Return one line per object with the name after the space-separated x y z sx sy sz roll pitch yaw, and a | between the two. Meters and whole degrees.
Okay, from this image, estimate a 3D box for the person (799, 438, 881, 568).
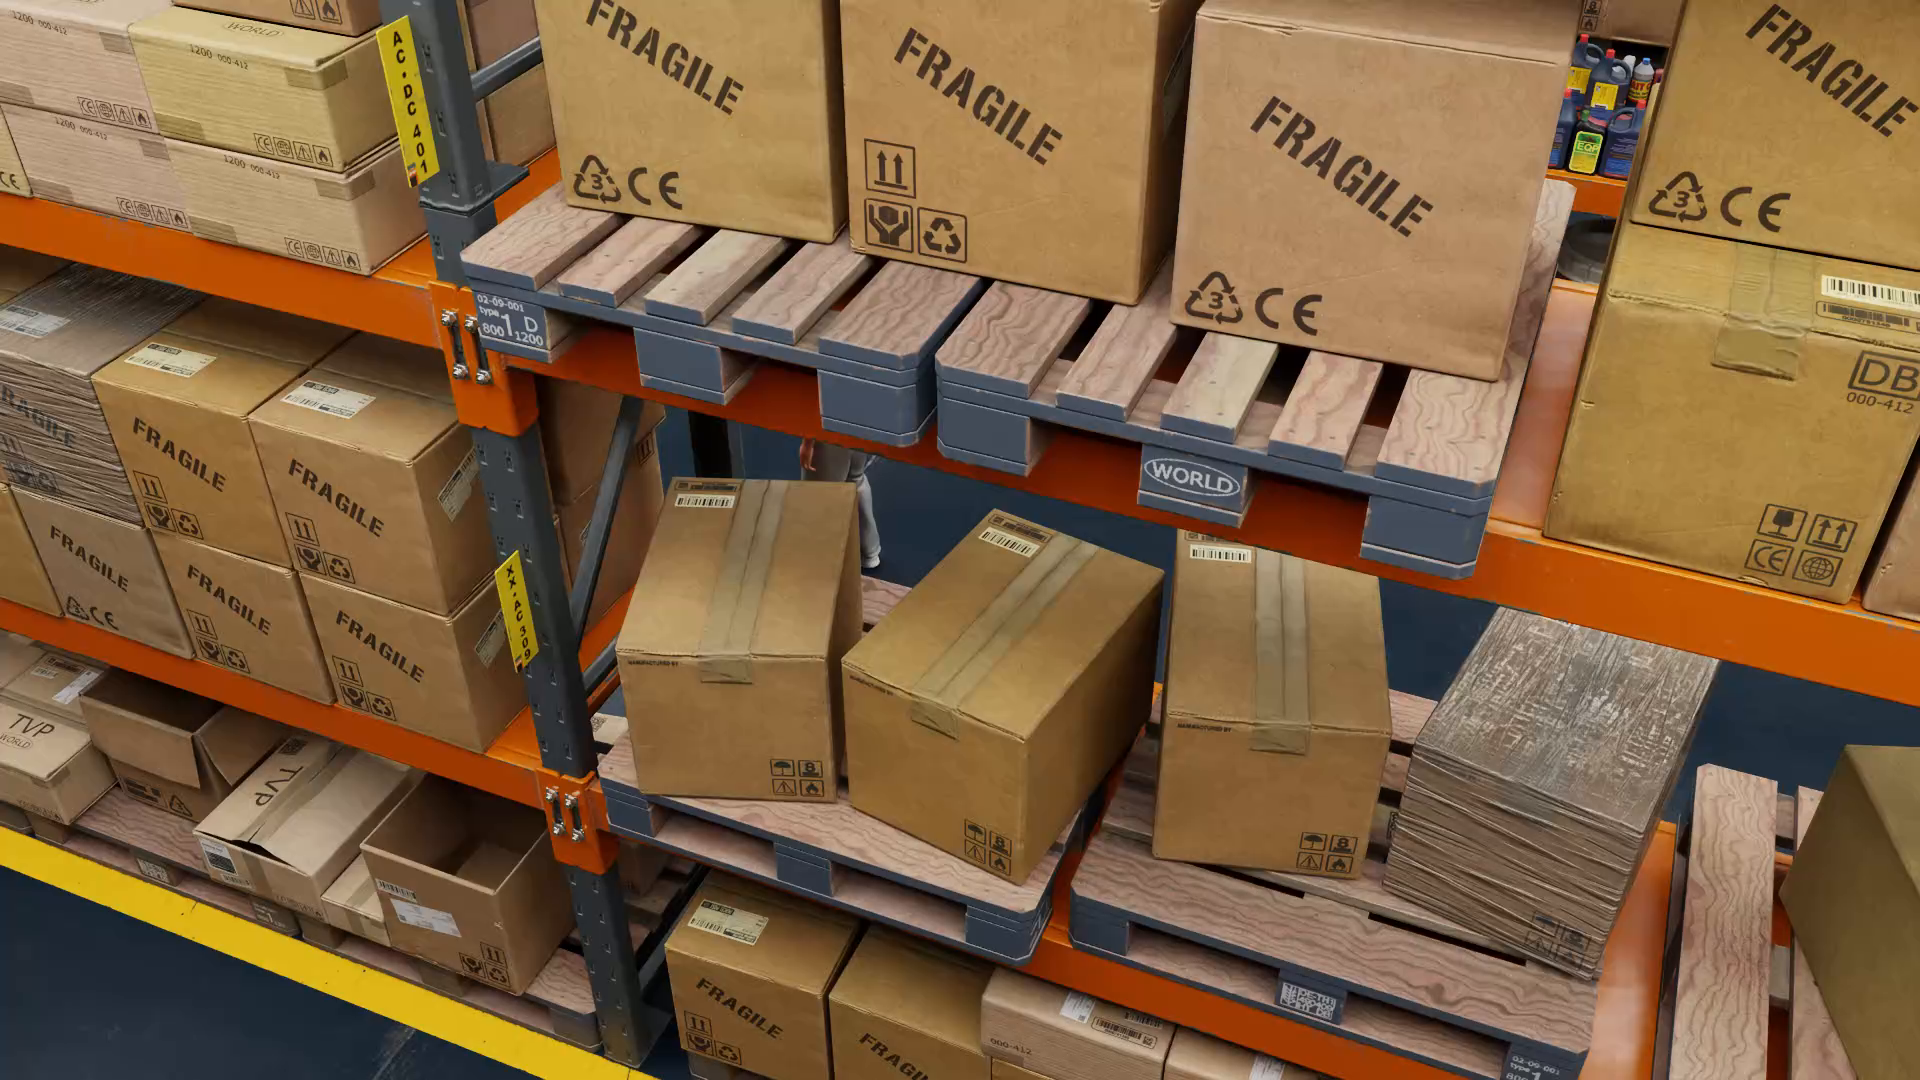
-0.525 -0.491 6.790 0.359 1.671 0.512 12 39 15 | person
